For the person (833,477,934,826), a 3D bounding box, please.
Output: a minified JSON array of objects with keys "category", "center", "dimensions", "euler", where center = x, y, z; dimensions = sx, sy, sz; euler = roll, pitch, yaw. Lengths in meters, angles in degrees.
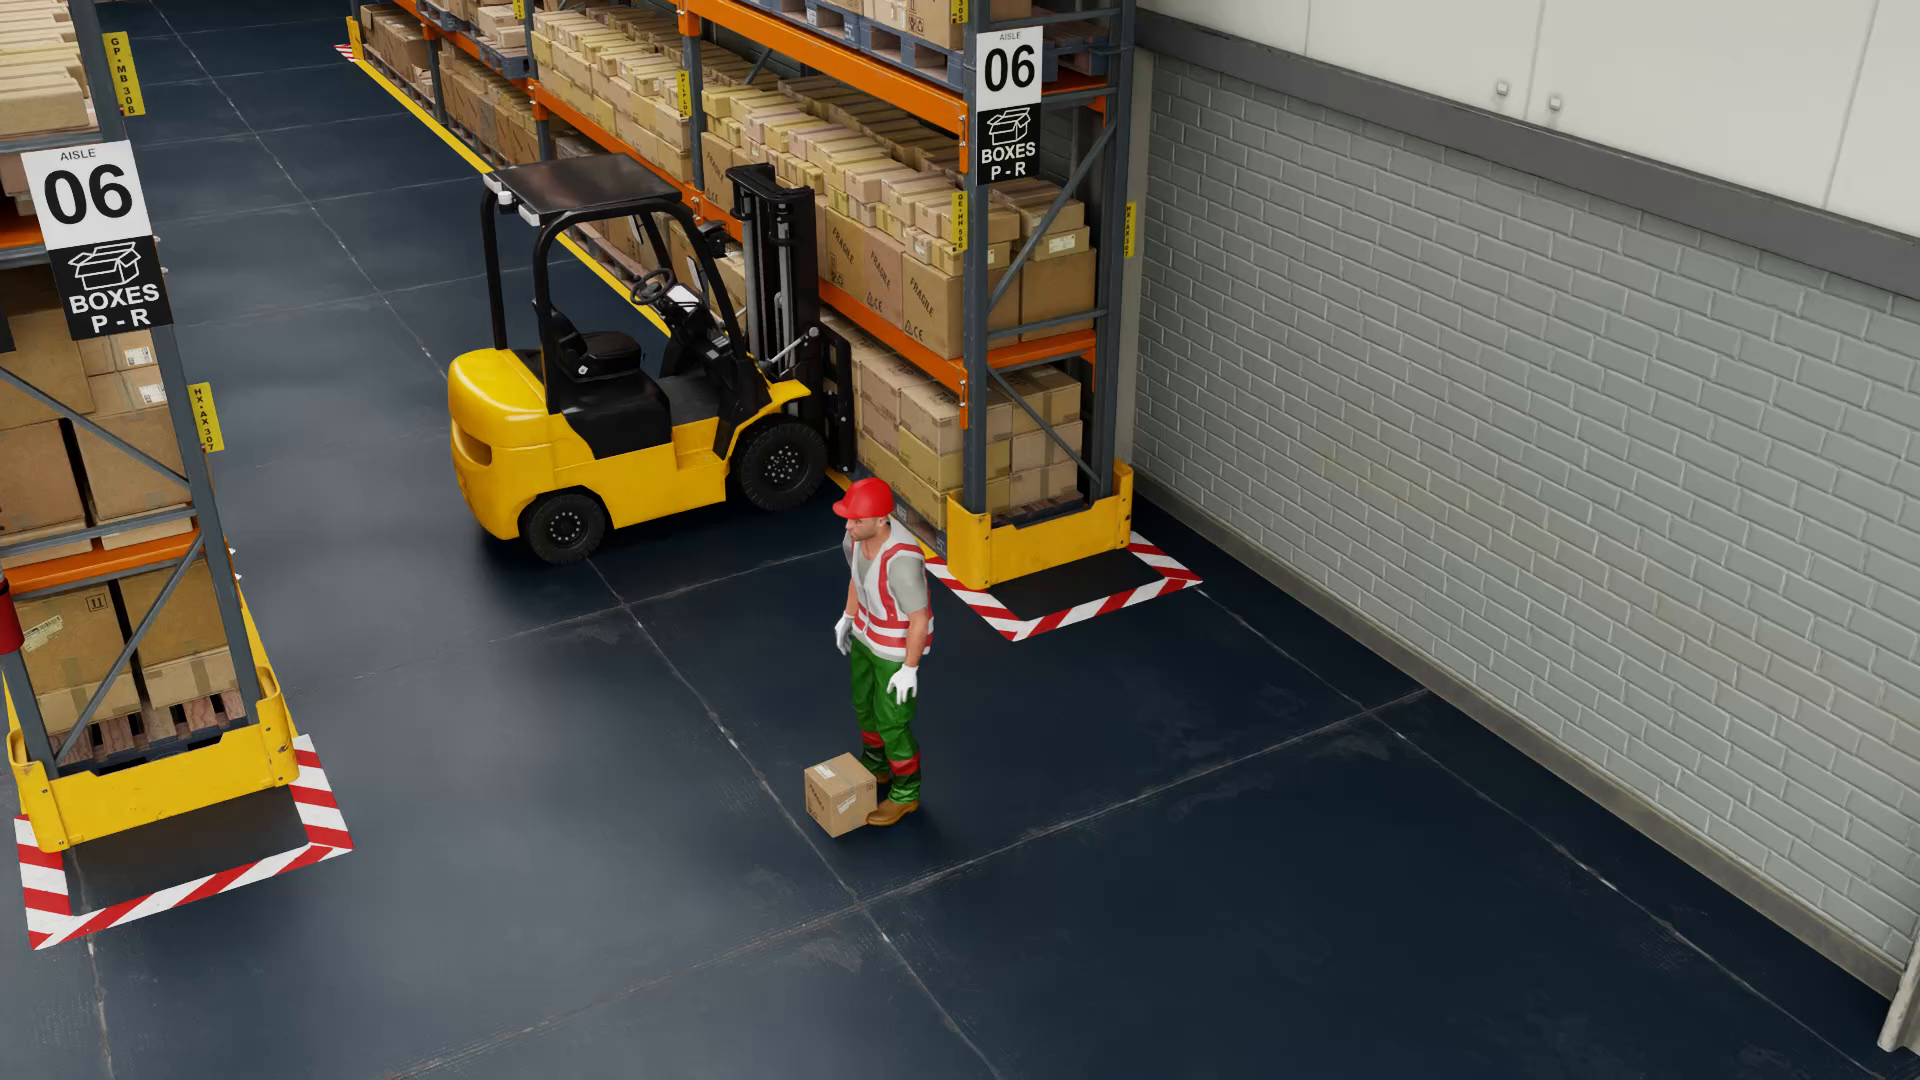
[{"category":"person","center":[-0.363,0.495,7.647],"dimensions":[0.446,1.780,0.623],"euler":[-17,33,-28]}]
